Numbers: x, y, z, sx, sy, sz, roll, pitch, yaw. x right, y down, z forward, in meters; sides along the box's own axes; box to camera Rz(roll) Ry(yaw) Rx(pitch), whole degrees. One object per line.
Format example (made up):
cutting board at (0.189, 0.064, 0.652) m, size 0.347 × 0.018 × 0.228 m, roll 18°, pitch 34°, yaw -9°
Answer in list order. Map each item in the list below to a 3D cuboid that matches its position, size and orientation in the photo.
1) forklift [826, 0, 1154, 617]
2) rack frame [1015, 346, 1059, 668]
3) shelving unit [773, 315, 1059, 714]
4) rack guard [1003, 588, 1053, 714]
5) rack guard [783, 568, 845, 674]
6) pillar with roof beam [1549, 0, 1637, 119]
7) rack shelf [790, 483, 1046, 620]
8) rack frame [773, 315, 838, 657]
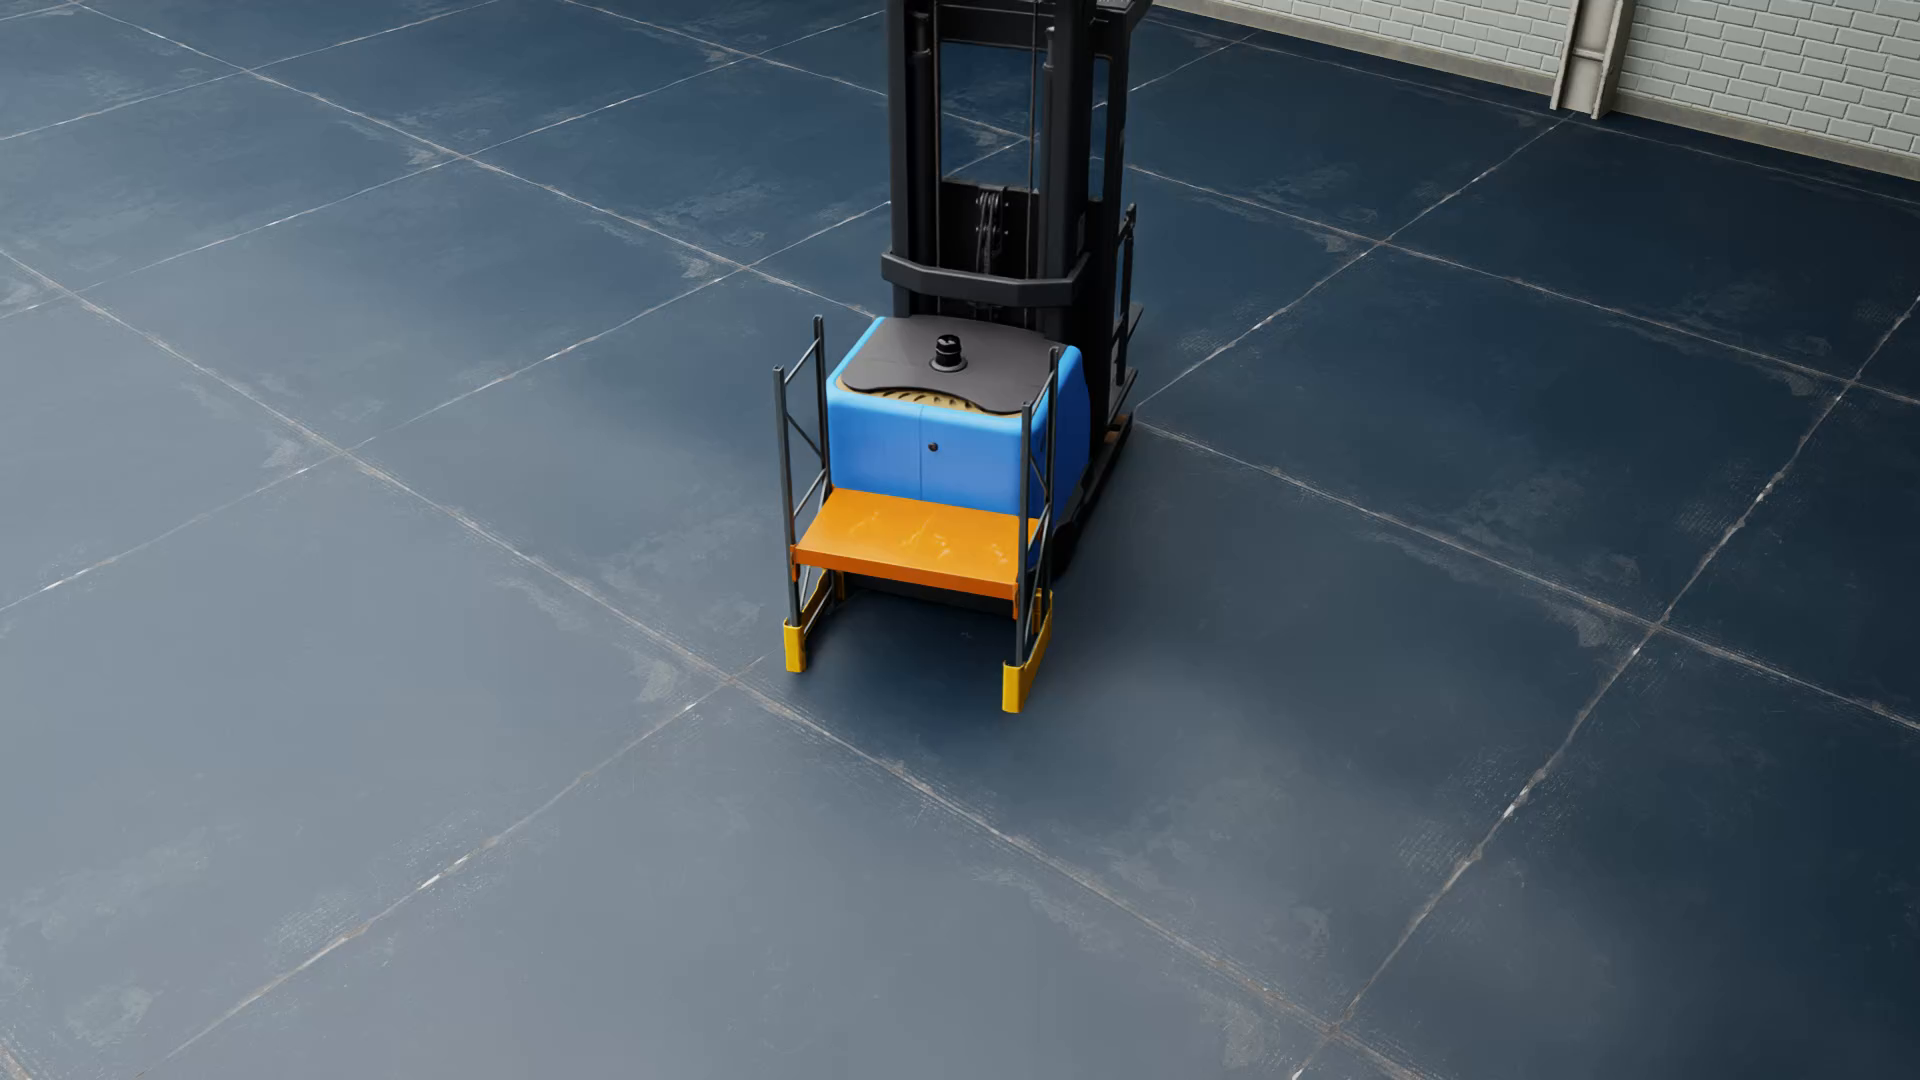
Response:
forklift at (0.298, -1.687, 8.118) m, size 1.130 × 2.935 × 3.031 m, roll 11°, pitch 36°, yaw 15°
rack frame at (0.319, -0.029, 6.968) m, size 0.032 × 1.500 × 0.500 m, roll 9°, pitch 36°, yaw 13°
shelving unit at (-0.178, -0.110, 7.086) m, size 1.083 × 1.500 × 0.587 m, roll 9°, pitch 36°, yaw 13°
rack guard at (0.300, 0.483, 7.326) m, size 0.087 × 0.250 × 0.587 m, roll 9°, pitch 36°, yaw 13°
rack guard at (-0.657, 0.327, 7.554) m, size 0.087 × 0.250 × 0.587 m, roll 9°, pitch 36°, yaw 13°
pillar with roof beam at (2.197, -5.277, 7.985) m, size 0.400 × 9.000 × 9.100 m, roll 25°, pitch 42°, yaw 32°
rack shelf at (-0.169, 0.039, 7.186) m, size 1.000 × 0.185 × 0.538 m, roll 9°, pitch 36°, yaw 13°
rack frame at (-0.658, -0.189, 7.200) m, size 0.032 × 1.500 × 0.500 m, roll 9°, pitch 36°, yaw 13°
